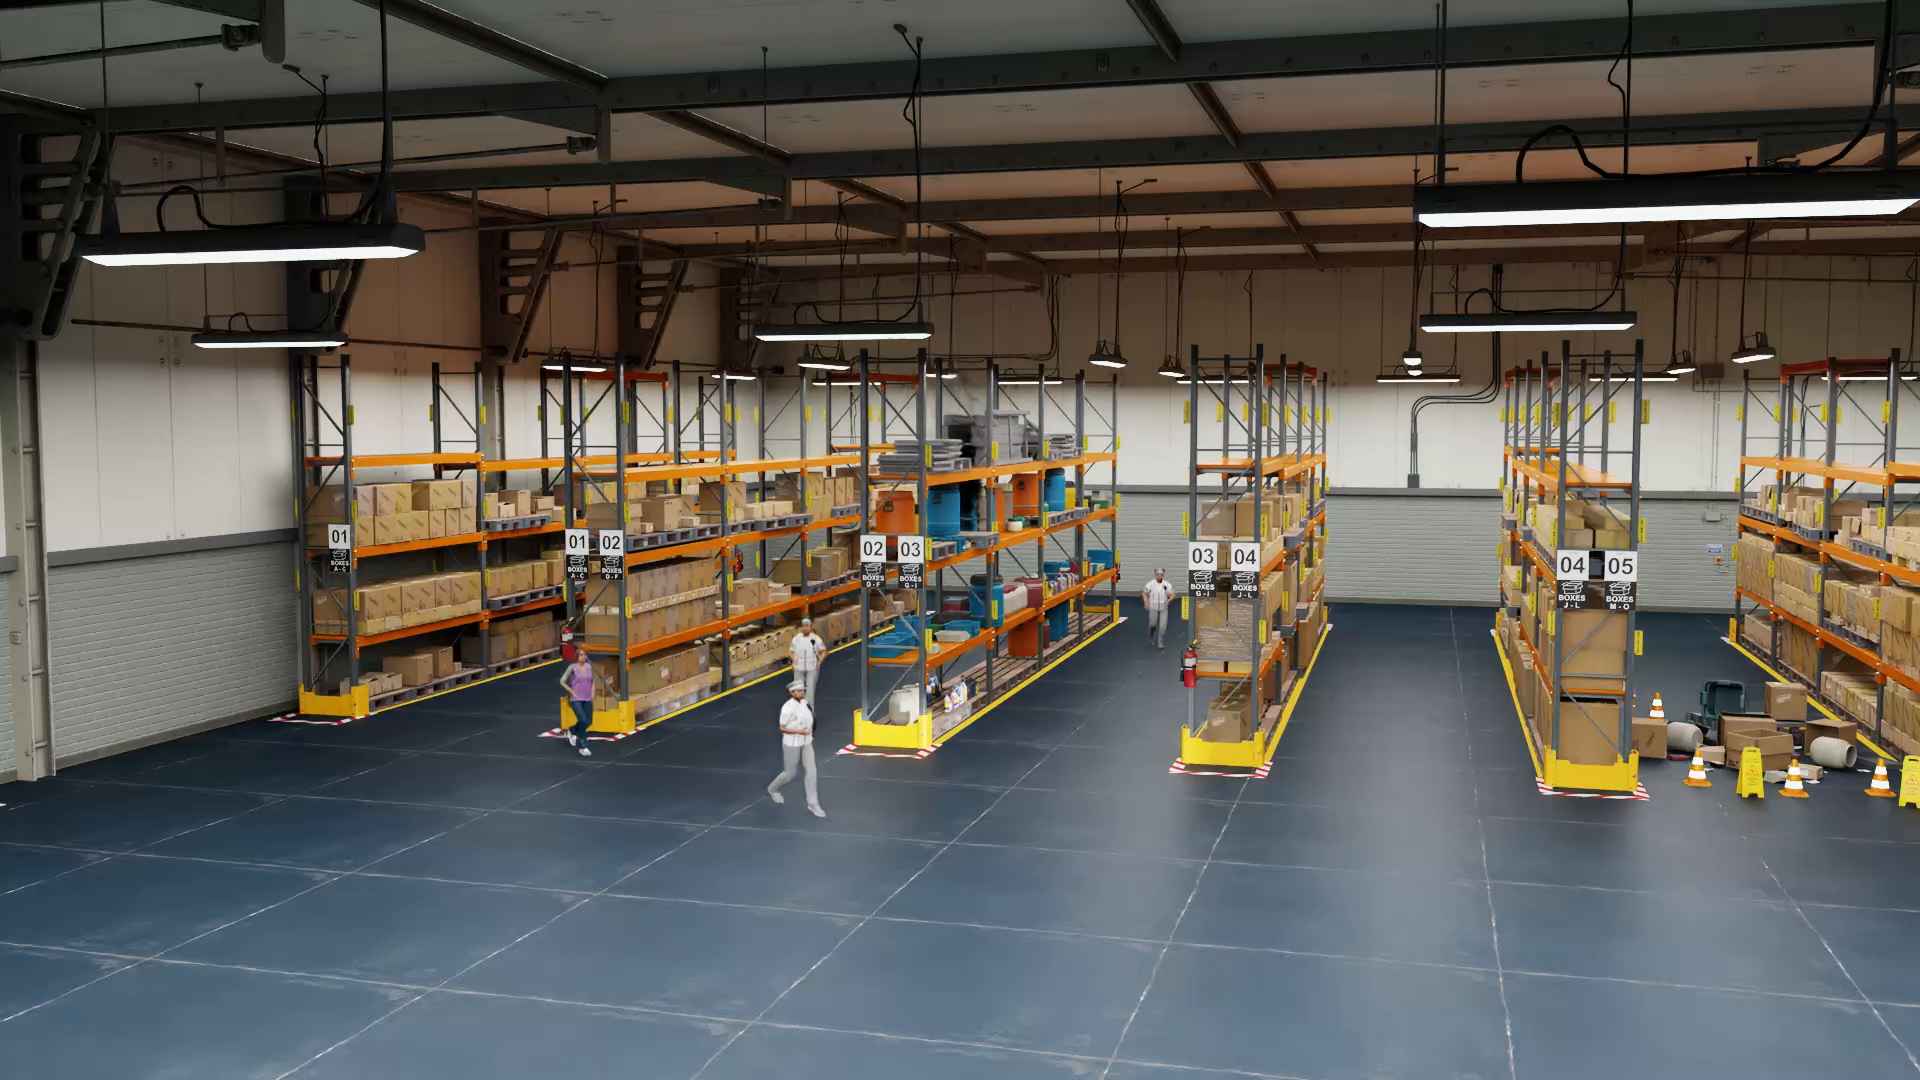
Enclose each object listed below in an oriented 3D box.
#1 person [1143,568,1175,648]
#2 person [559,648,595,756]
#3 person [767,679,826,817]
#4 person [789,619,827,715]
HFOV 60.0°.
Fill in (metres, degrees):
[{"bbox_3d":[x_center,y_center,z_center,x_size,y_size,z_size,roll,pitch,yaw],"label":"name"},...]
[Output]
[{"bbox_3d":[4.272,1.460,35.682,0.691,1.738,0.604,0,4,5],"label":"person"},{"bbox_3d":[-5.656,2.395,24.670,0.586,1.577,0.606,-4,6,-41],"label":"person"},{"bbox_3d":[-2.060,2.583,20.910,0.924,1.707,0.578,4,6,41],"label":"person"},{"bbox_3d":[-2.438,2.065,26.617,0.613,1.621,0.691,0,4,3],"label":"person"}]
